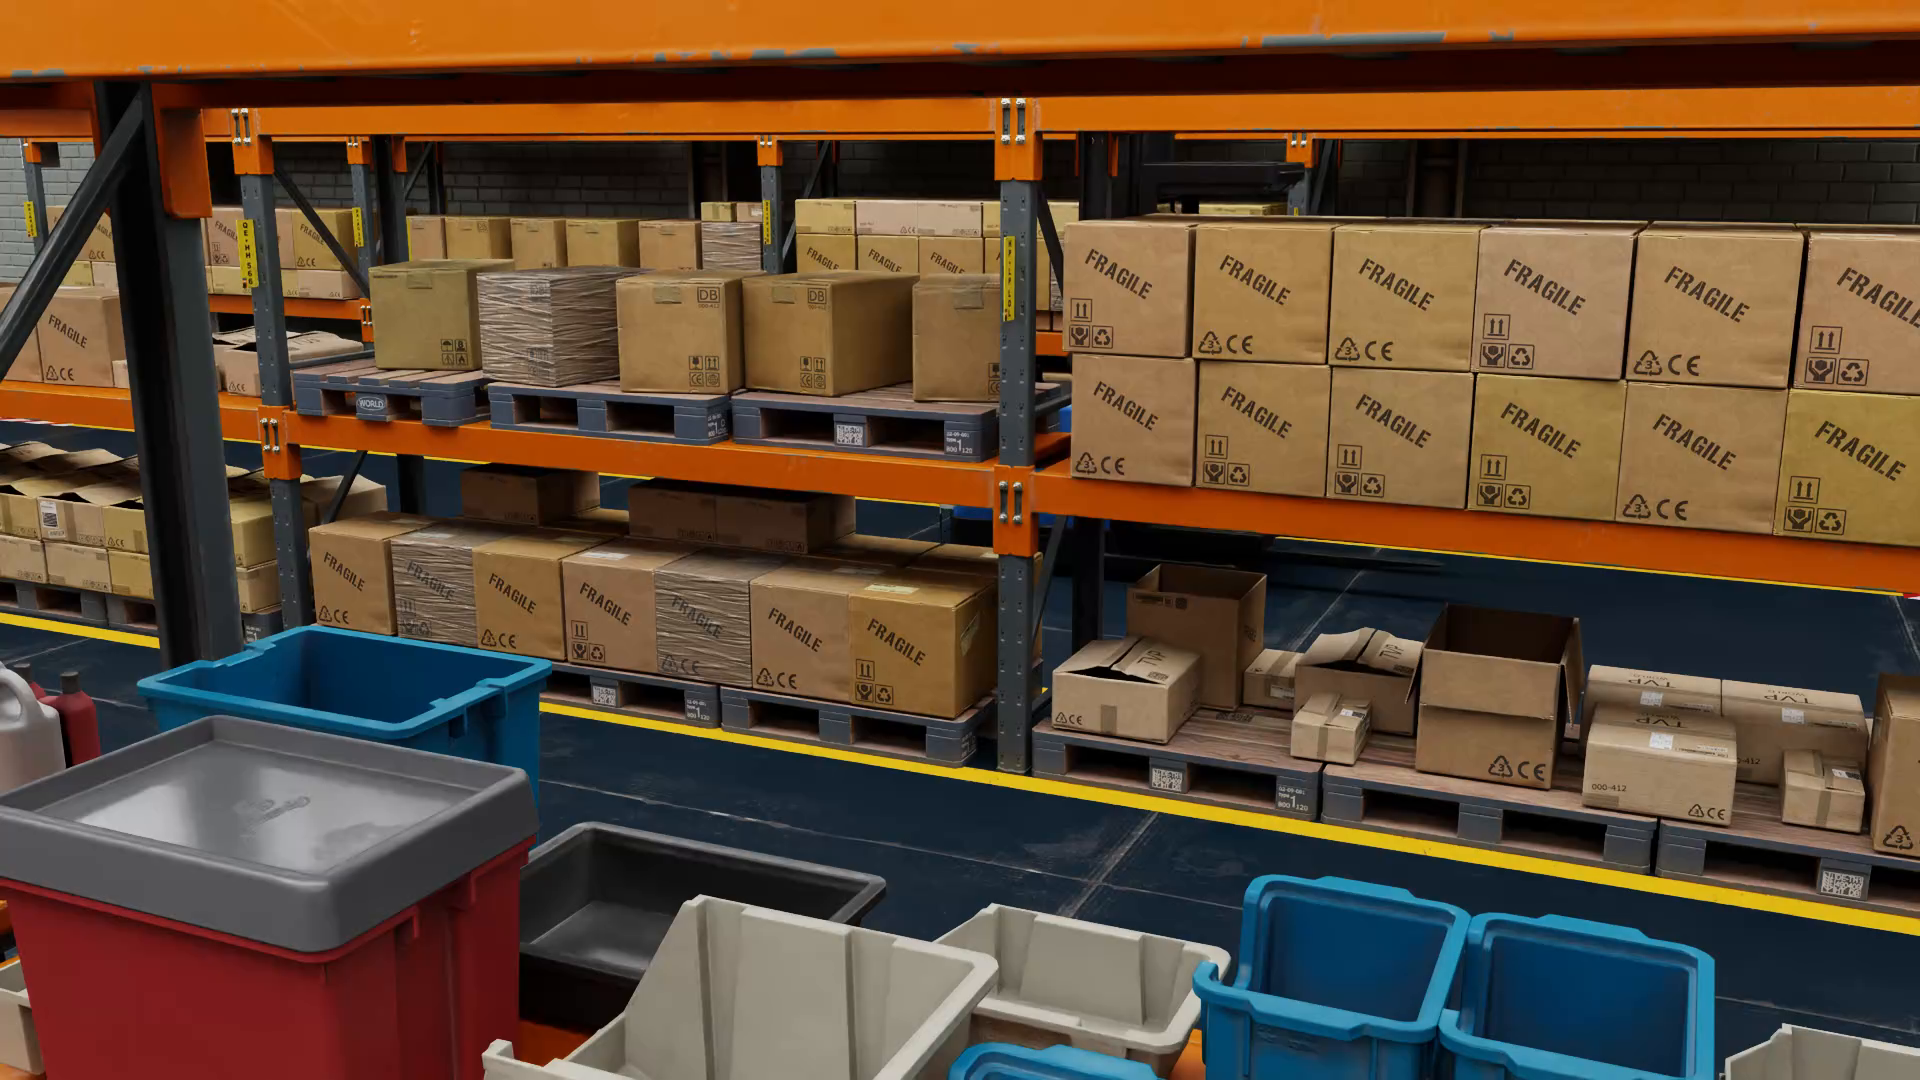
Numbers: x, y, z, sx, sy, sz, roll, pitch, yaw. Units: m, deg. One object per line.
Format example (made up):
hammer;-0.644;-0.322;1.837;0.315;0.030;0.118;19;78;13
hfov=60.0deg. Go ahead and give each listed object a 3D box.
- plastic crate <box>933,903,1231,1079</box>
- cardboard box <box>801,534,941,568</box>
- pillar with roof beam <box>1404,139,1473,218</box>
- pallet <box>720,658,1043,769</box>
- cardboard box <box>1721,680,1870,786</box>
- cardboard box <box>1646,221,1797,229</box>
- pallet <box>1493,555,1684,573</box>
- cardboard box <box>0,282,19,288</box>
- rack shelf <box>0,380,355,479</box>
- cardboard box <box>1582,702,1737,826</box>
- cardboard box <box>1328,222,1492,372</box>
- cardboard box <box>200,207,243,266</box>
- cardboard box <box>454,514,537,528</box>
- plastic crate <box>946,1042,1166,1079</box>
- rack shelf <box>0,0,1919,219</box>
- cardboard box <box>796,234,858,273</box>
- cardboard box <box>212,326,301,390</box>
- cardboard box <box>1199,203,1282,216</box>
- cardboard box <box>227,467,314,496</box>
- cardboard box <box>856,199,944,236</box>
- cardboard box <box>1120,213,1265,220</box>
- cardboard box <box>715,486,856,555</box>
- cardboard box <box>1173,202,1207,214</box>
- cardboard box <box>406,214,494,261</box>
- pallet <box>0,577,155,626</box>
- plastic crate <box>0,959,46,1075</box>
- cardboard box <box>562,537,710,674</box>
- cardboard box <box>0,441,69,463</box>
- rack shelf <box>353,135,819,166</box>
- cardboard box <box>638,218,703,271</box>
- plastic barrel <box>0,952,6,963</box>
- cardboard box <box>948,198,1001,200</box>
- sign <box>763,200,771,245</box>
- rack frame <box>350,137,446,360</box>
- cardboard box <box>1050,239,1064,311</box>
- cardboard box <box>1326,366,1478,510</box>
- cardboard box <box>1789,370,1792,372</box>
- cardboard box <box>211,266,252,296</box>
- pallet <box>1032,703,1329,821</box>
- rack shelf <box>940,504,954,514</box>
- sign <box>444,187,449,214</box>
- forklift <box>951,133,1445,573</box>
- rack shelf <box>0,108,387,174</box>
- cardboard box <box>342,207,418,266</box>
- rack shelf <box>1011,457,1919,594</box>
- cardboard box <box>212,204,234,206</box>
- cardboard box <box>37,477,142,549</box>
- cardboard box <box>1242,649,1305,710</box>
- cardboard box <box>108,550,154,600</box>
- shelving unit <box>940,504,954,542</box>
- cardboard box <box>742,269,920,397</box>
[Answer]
plastic crate;0.119;0.657;2.334;0.466;0.136;0.293;6;14;23
cardboard box;-0.421;0.285;7.981;0.500;0.500;0.500;6;14;24
pillar with roof beam;1.664;-3.747;7.525;0.400;9.000;9.100;6;14;23
pallet;-0.345;0.716;7.743;1.213;0.211;1.003;6;14;23
cardboard box;3.232;0.764;6.488;0.500;0.250;0.500;6;14;23
cardboard box;2.836;-0.930;6.245;0.500;0.500;0.500;6;14;24
pallet;4.200;-0.053;11.018;1.213;0.211;1.003;6;14;23
cardboard box;-5.723;-1.240;9.756;0.500;0.500;0.500;7;15;27
rack shelf;-5.071;-0.780;9.586;4.000;0.370;1.077;6;14;23
cardboard box;2.618;0.827;6.221;0.500;0.250;0.500;6;14;23
cardboard box;1.673;-0.912;6.170;0.500;0.500;0.500;5;14;22
cardboard box;-6.845;-2.773;15.148;0.500;0.500;0.500;6;15;25
cardboard box;-2.293;0.096;8.790;0.500;0.500;0.500;6;15;25
plastic crate;0.080;0.746;1.747;0.300;0.233;0.416;6;14;23
rack shelf;0.233;-0.465;1.681;4.000;0.370;1.077;6;14;23
cardboard box;-0.899;-2.085;12.659;0.500;0.500;0.500;6;15;25
cardboard box;-3.982;-1.025;9.250;0.500;0.311;0.500;6;14;23
cardboard box;1.887;-2.168;11.372;0.500;0.250;0.500;6;15;25
cardboard box;-4.086;-0.240;9.585;0.500;0.311;0.500;5;14;22
cardboard box;-0.437;-2.403;12.373;0.500;0.250;0.500;6;14;22
cardboard box;0.982;-1.117;7.043;0.500;0.500;0.500;6;14;24
cardboard box;-0.843;-0.125;8.089;0.500;0.250;0.500;6;14;23
cardboard box;1.423;-2.217;11.582;0.500;0.250;0.500;6;15;24
cardboard box;-4.445;-2.559;14.410;0.500;0.500;0.700;6;14;23
pallet;-5.091;0.215;9.875;1.213;0.211;1.003;6;14;23
plastic crate;-1.228;0.632;2.443;0.243;0.136;0.396;6;14;23
cardboard box;-1.526;0.302;7.912;0.500;0.500;0.500;5;14;21
cardboard box;-5.935;-0.429;10.390;0.500;0.311;0.500;6;15;25
rack shelf;-3.068;-3.275;13.654;4.000;0.370;1.077;6;14;23
cardboard box;-2.195;-2.330;13.437;0.500;0.500;0.700;4;14;18
plastic barrel;-2.086;1.223;3.151;0.708;0.901;0.600;6;14;23
cardboard box;0.220;-2.463;12.632;0.500;0.250;0.500;5;14;22
sign;-1.451;-2.391;12.516;0.005;0.325;0.100;6;14;23
rack frame;-4.897;-2.350;14.703;0.127;3.000;1.000;6;14;23
cardboard box;0.967;-1.896;11.857;0.500;0.500;0.500;6;14;23
cardboard box;1.696;-0.426;6.284;0.500;0.500;0.500;6;14;23
cardboard box;3.299;-0.396;6.157;0.500;0.500;0.500;6;14;23
cardboard box;-6.371;-2.358;15.023;0.500;0.250;0.500;6;14;23
pallet;1.042;0.847;7.185;1.213;0.211;1.003;6;14;23
rack shelf;0.007;-0.230;11.198;0.200;0.077;0.258;6;14;23
sign;-4.675;-3.030;15.066;0.005;0.325;0.100;6;14;23
forklift;1.516;-1.257;10.194;3.031;2.935;1.130;5;14;20
rack shelf;-5.071;-2.240;9.243;4.000;0.370;1.077;6;14;23
cardboard box;-5.242;-2.739;15.004;0.500;0.500;0.500;5;14;22
rack shelf;2.243;-0.039;6.431;4.000;0.370;1.077;6;14;23
cardboard box;-7.106;-2.927;15.806;0.500;0.500;0.500;5;14;22
cardboard box;-4.760;-0.175;9.305;0.500;0.311;0.500;6;14;23
cardboard box;1.417;0.615;7.346;0.250;0.149;0.380;6;14;23
cardboard box;-4.295;0.145;9.172;0.500;0.250;0.500;6;14;23
shelving unit;0.007;-0.437;11.149;0.210;0.900;0.258;6;14;23
cardboard box;-0.582;-0.969;7.679;0.500;0.500;0.700;8;16;32
